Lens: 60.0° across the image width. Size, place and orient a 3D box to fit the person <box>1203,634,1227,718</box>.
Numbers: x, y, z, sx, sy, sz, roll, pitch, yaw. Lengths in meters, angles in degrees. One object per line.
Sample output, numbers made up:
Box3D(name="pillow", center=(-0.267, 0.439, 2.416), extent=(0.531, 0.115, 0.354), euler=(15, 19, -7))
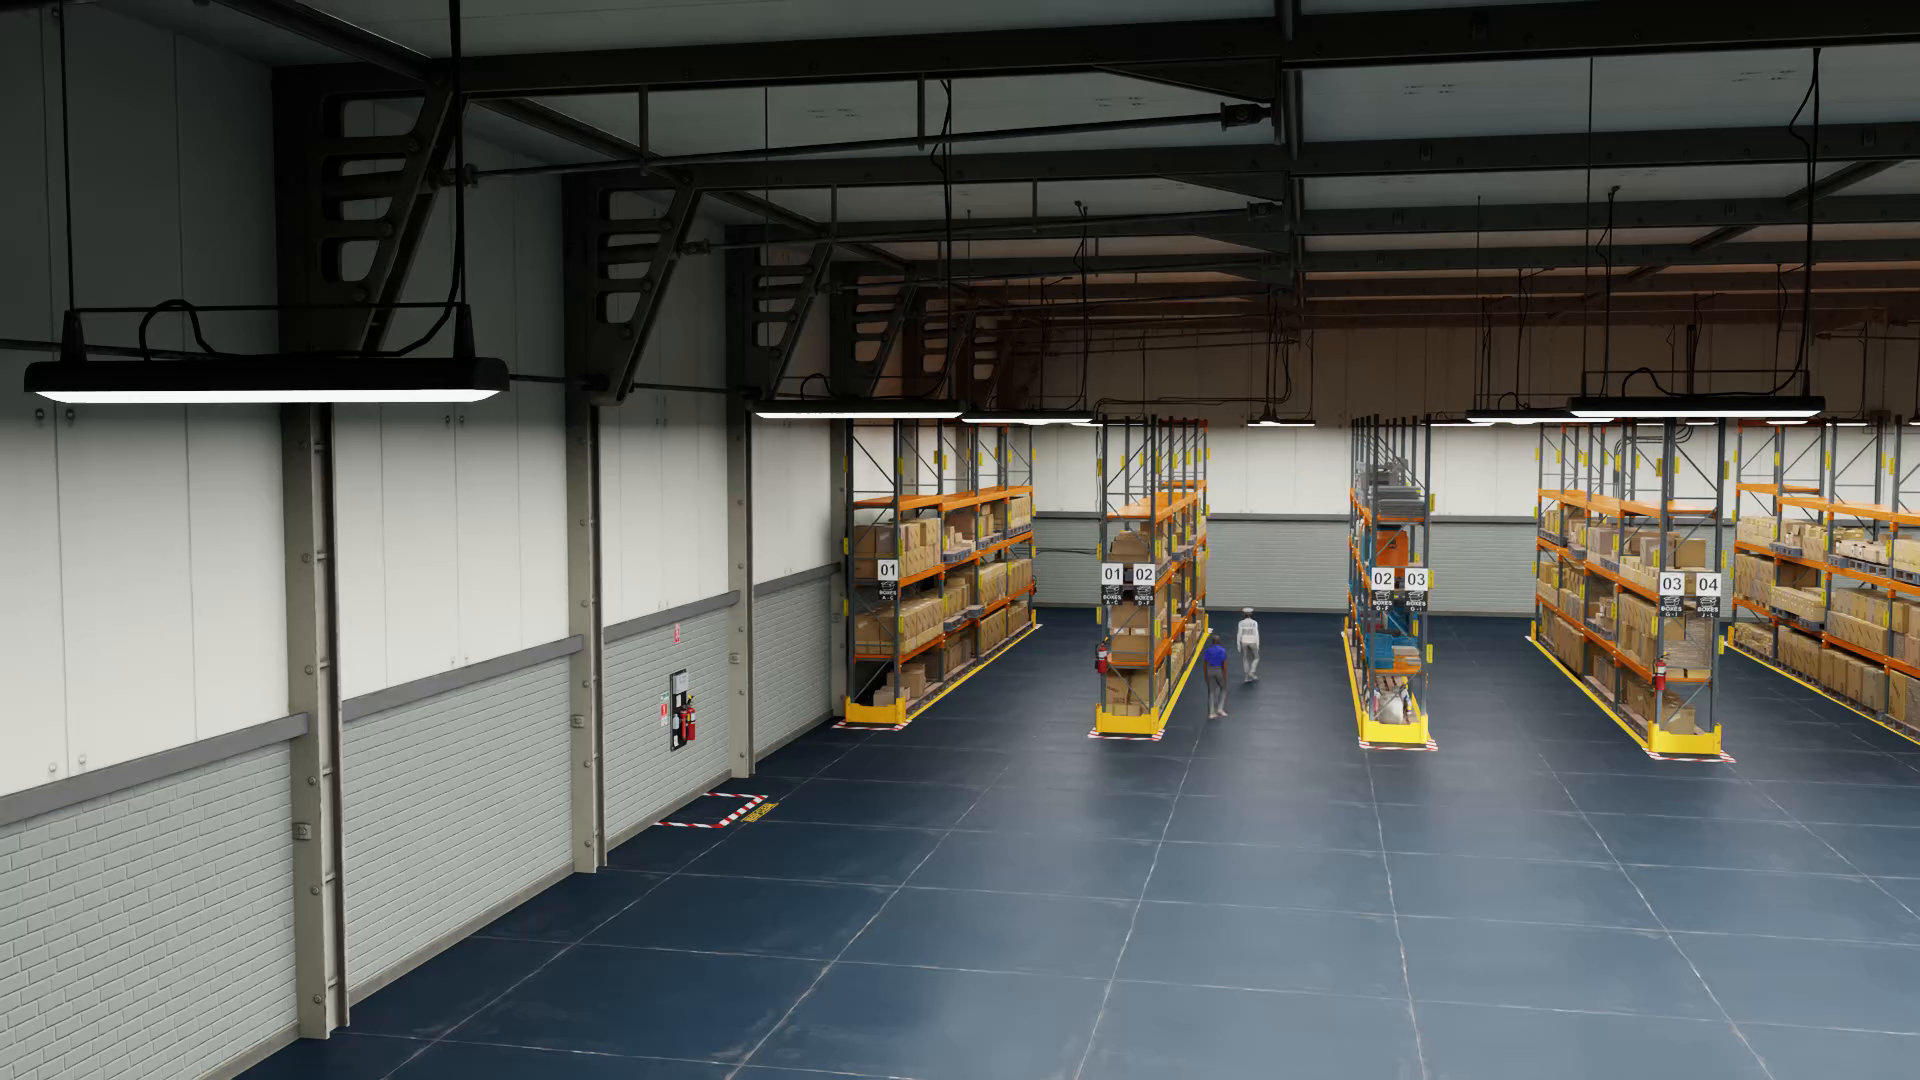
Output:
Box3D(name="person", center=(5.065, 2.702, 32.987), extent=(0.495, 1.659, 0.516), euler=(2, 4, 25))

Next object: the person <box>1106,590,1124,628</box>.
Box3D(name="person", center=(4.421, 1.650, 47.855), extent=(0.613, 1.721, 1.064), euler=(1, 4, 14))

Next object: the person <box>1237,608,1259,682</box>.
Box3D(name="person", center=(6.527, 2.387, 37.671), extent=(0.520, 1.663, 0.479), euler=(1, 4, 18))
